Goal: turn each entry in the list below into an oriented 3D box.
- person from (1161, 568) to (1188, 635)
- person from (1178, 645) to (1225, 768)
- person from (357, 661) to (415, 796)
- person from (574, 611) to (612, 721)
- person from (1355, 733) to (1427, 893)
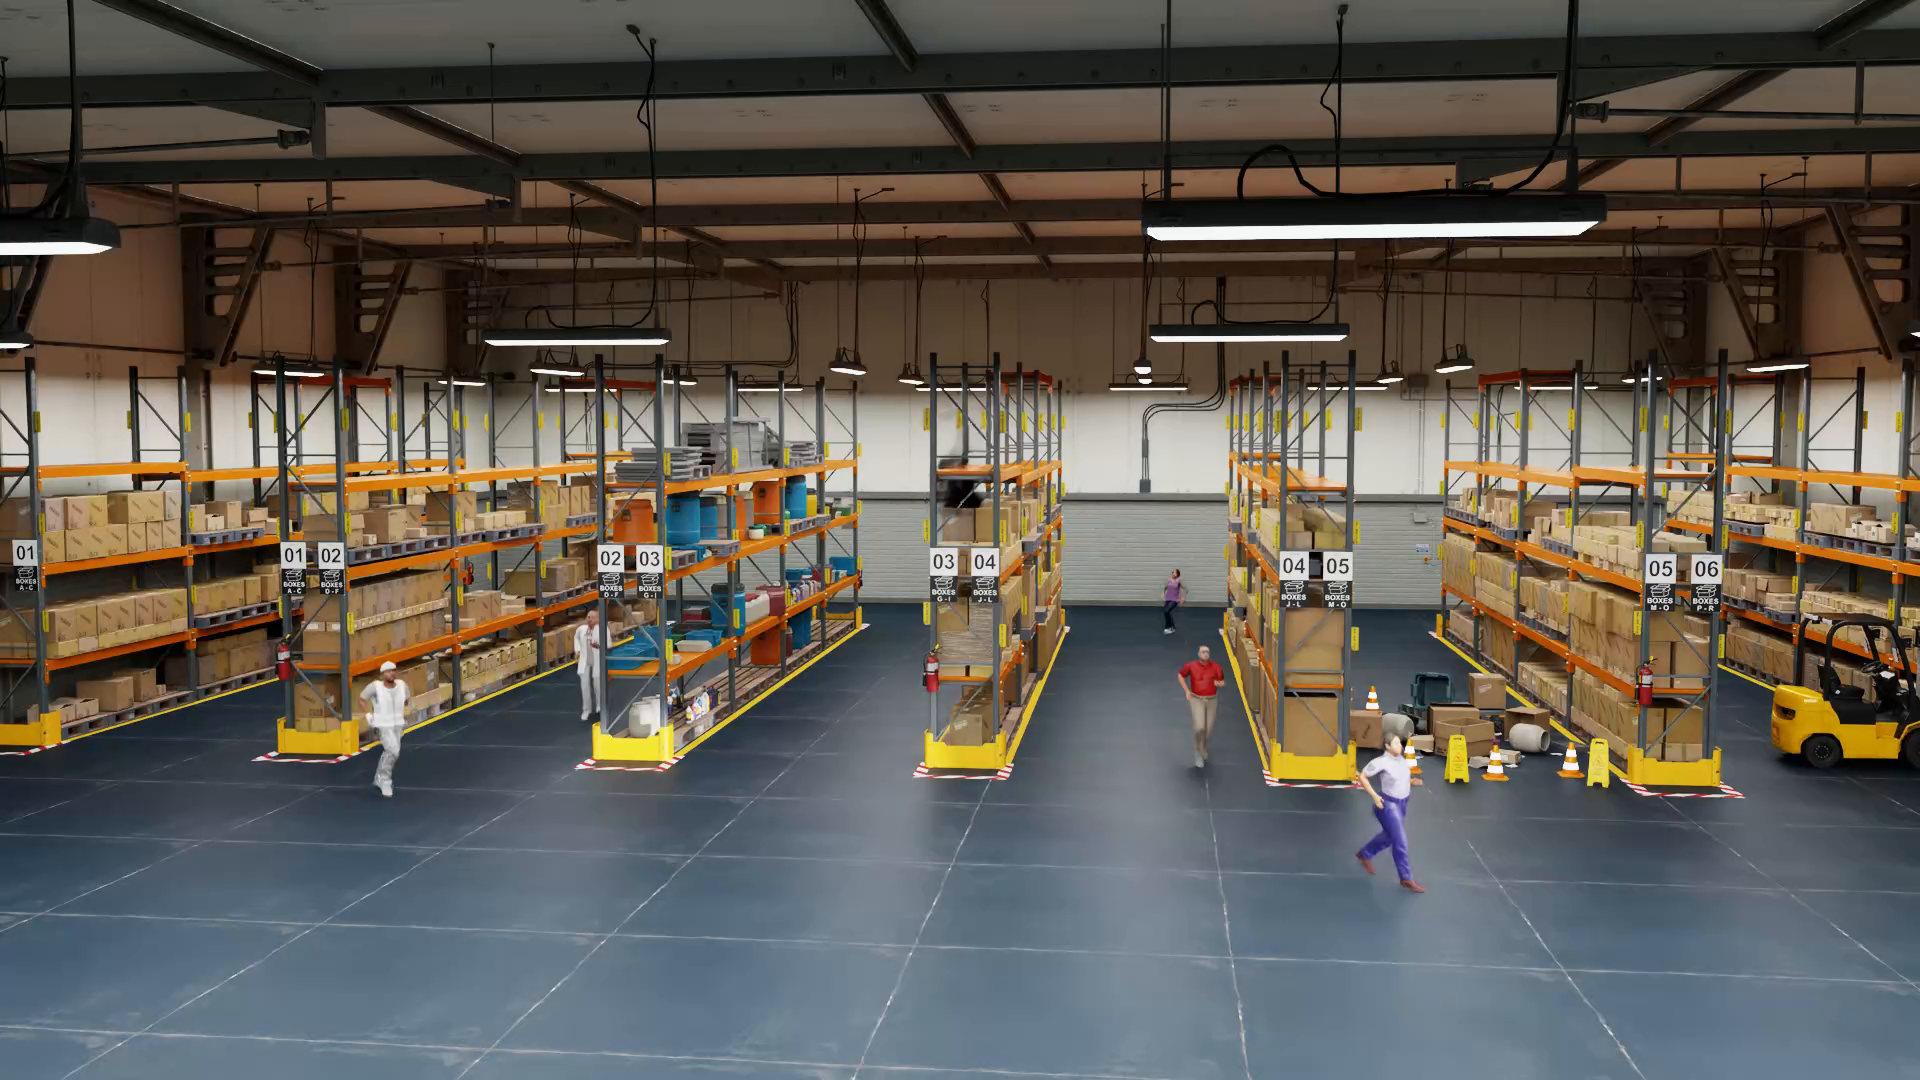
[{"bbox_3d":[5.000,1.461,39.242,0.566,1.579,0.594,-4,6,-43],"label":"person"},{"bbox_3d":[3.563,2.433,24.321,0.638,1.797,0.740,-1,4,-8],"label":"person"},{"bbox_3d":[-7.678,2.544,22.442,0.743,1.829,0.645,3,5,37],"label":"person"},{"bbox_3d":[-6.248,2.109,28.262,0.694,1.822,0.867,0,4,0],"label":"person"},{"bbox_3d":[4.656,2.896,17.932,0.921,1.636,0.603,4,6,44],"label":"person"}]
